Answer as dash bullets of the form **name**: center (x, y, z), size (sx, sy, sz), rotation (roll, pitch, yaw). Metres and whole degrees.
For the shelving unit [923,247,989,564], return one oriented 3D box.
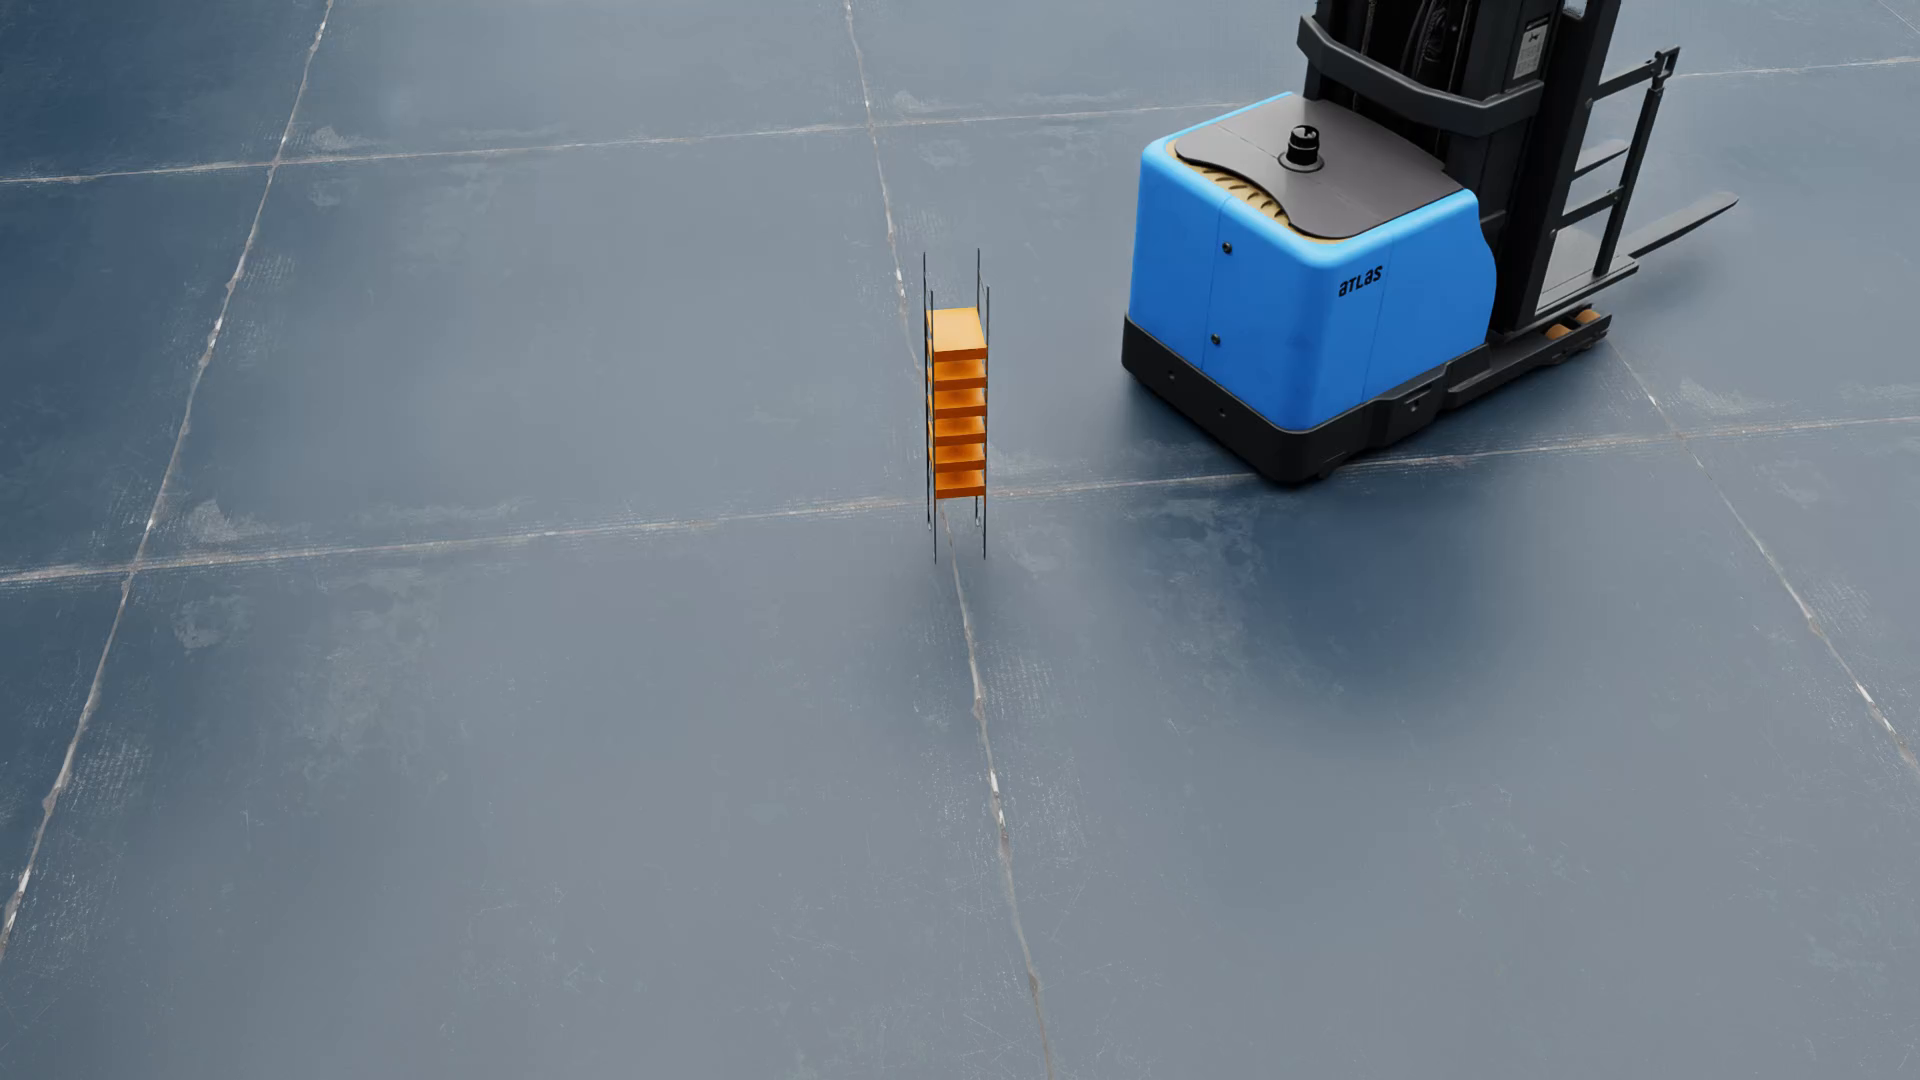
- **shelving unit**: center (-0.014, -0.444, 5.847), size (0.189, 1.200, 0.258), rotation (-5, 42, -6)

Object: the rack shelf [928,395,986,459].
- **rack shelf**: center (-0.014, -0.411, 5.876), size (0.180, 0.103, 0.258), rotation (-5, 42, -6)

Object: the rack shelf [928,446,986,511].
- **rack shelf**: center (-0.014, -0.233, 6.037), size (0.180, 0.103, 0.258), rotation (-5, 42, -6)

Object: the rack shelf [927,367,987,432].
- **rack shelf**: center (-0.014, -0.500, 5.796), size (0.180, 0.103, 0.258), rotation (-5, 42, -6)

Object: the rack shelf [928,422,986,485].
- **rack shelf**: center (-0.014, -0.322, 5.957), size (0.180, 0.103, 0.258), rotation (-5, 42, -6)

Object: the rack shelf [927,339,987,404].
- **rack shelf**: center (-0.014, -0.589, 5.716), size (0.180, 0.103, 0.258), rotation (-5, 42, -6)

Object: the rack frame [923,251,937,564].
- **rack frame**: center (-0.105, -0.436, 5.838), size (0.006, 1.200, 0.240), rotation (-5, 42, -6)

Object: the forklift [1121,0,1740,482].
- **forklift**: center (2.173, -2.101, 6.391), size (3.031, 2.935, 1.130), rotation (-25, 48, -25)

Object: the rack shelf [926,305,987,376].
- **rack shelf**: center (-0.014, -0.679, 5.635), size (0.180, 0.103, 0.258), rotation (-5, 42, -6)

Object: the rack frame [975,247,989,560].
- **rack frame**: center (0.076, -0.452, 5.856), size (0.006, 1.200, 0.240), rotation (-5, 42, -6)
